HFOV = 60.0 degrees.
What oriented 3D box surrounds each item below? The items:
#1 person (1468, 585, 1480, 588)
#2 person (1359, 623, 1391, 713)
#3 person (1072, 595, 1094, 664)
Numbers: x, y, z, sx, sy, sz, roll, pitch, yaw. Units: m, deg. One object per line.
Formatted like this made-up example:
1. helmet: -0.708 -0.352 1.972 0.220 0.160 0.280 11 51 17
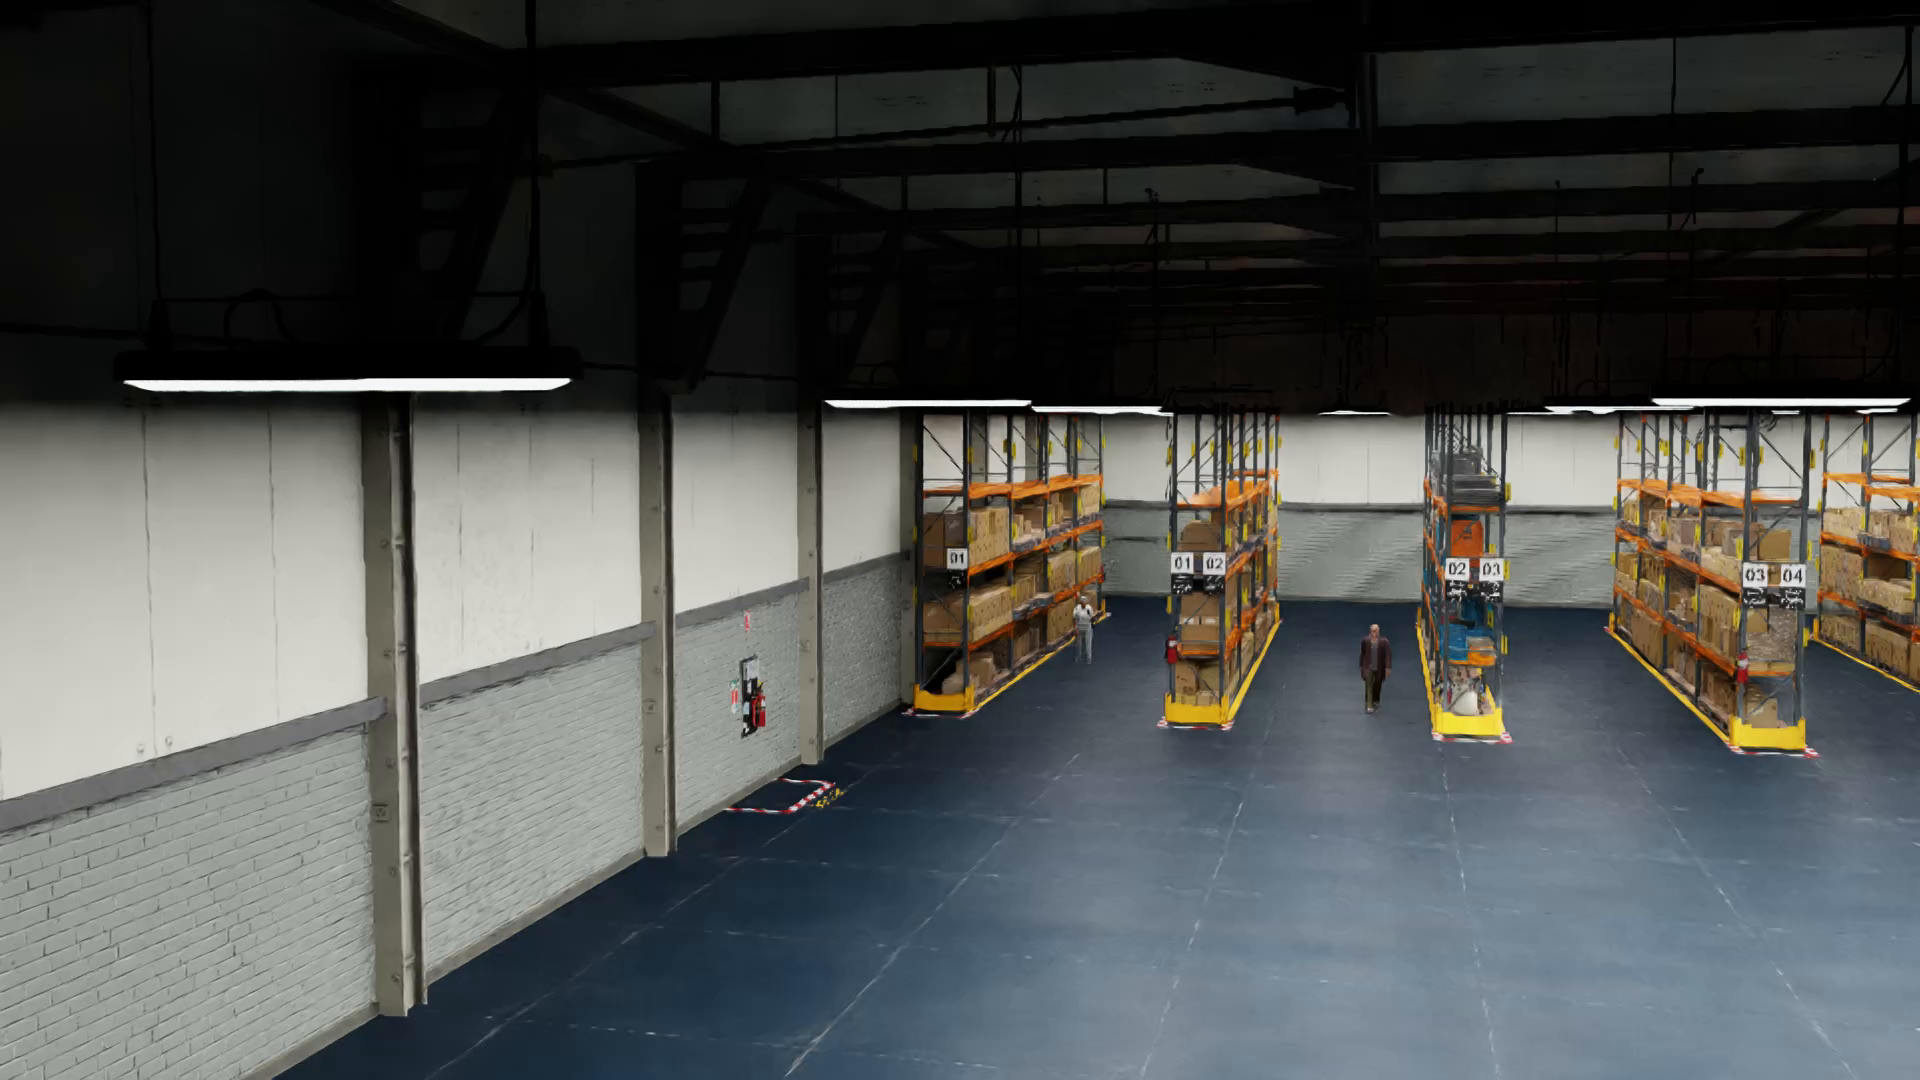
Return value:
1. person: 15.187 1.258 48.821 0.729 1.733 0.546 1 4 12
2. person: 8.055 2.476 32.269 0.601 1.721 1.094 1 4 13
3. person: 2.865 2.060 38.674 0.505 1.580 1.063 0 4 5
